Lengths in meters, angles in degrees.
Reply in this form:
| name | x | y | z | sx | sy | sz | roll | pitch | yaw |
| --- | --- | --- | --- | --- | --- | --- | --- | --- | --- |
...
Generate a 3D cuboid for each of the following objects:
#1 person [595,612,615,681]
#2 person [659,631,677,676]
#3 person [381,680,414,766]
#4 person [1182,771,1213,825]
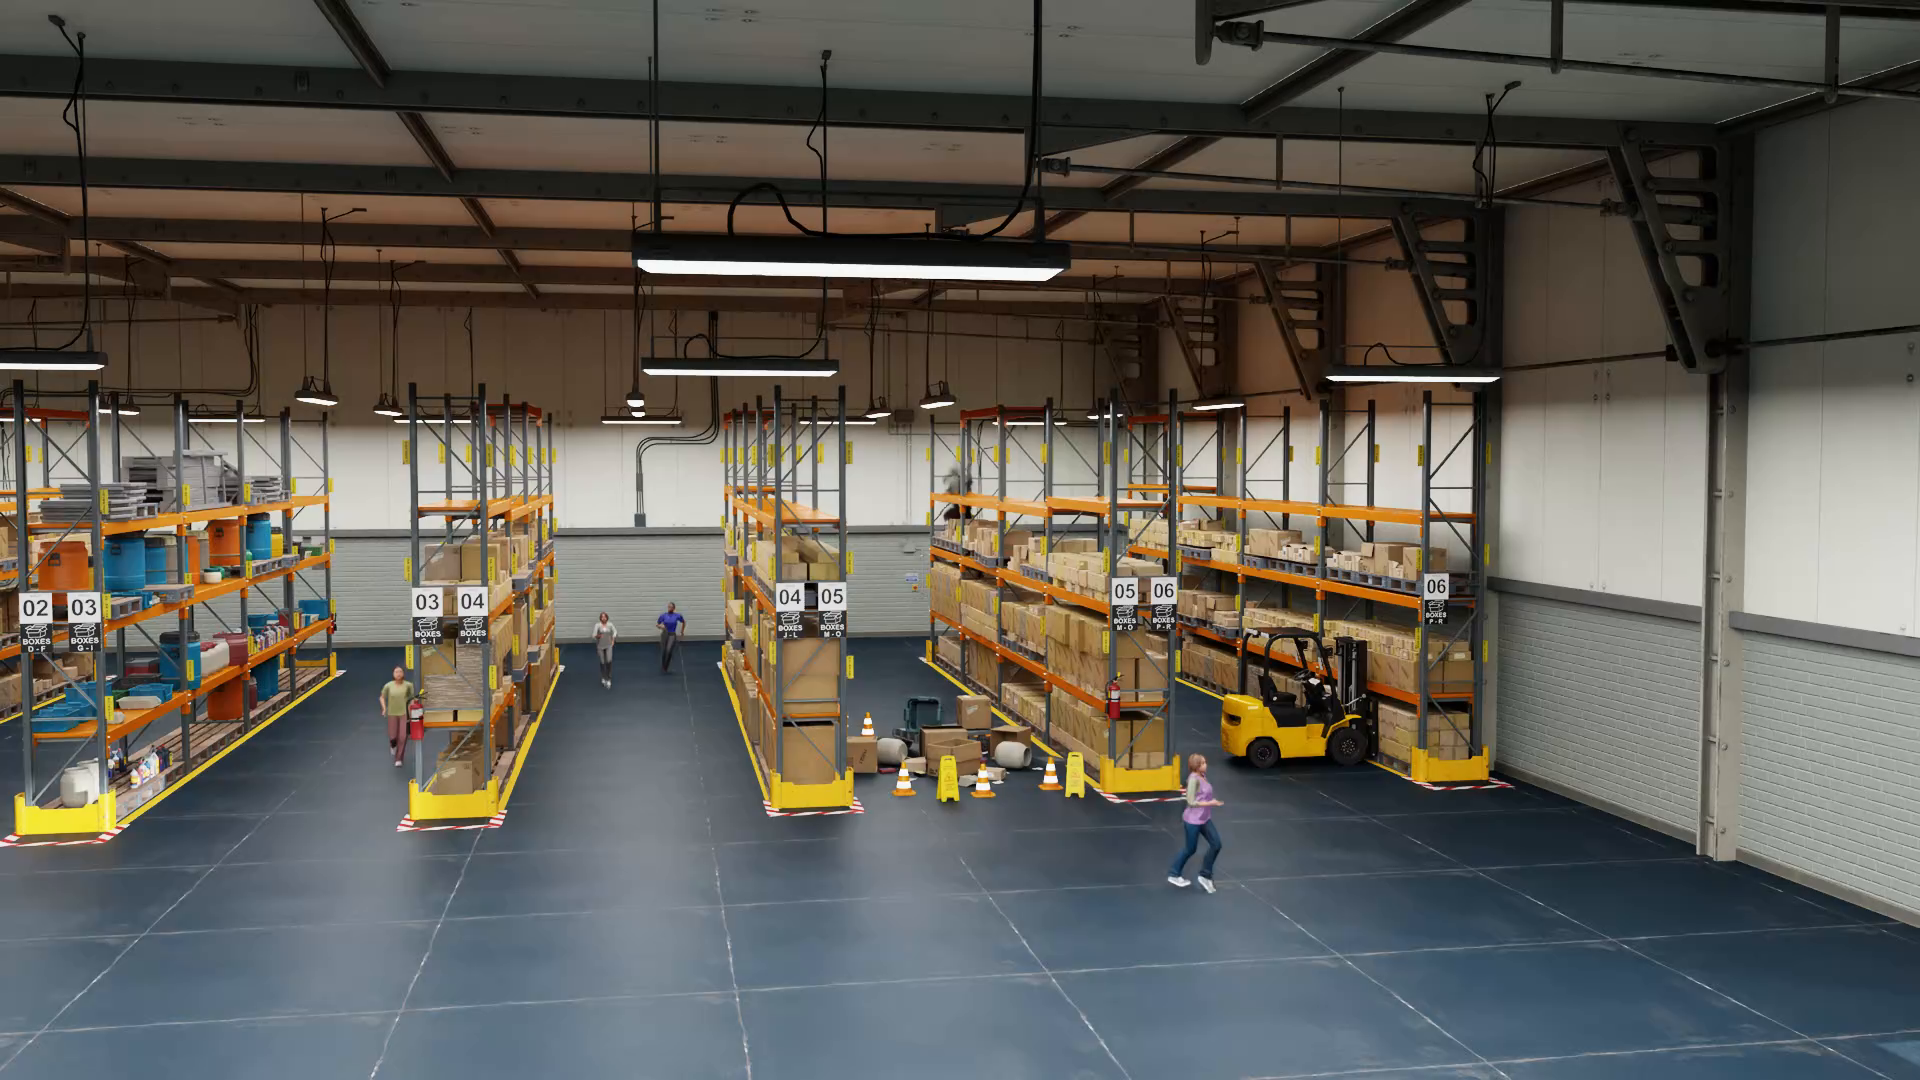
| name | x | y | z | sx | sy | sz | roll | pitch | yaw |
| --- | --- | --- | --- | --- | --- | --- | --- | --- | --- |
| person | -7.703 | 2.298 | 36.017 | 0.487 | 1.488 | 0.698 | -1 | 3 | -12 |
| person | -6.719 | 2.575 | 38.191 | 0.438 | 1.064 | 0.717 | 0 | 3 | 1 |
| person | -9.070 | 2.955 | 26.901 | 0.542 | 1.367 | 0.492 | -1 | 3 | -19 |
| person | 2.687 | 2.933 | 19.015 | 0.403 | 0.575 | 0.513 | 2 | 3 | 33 |
